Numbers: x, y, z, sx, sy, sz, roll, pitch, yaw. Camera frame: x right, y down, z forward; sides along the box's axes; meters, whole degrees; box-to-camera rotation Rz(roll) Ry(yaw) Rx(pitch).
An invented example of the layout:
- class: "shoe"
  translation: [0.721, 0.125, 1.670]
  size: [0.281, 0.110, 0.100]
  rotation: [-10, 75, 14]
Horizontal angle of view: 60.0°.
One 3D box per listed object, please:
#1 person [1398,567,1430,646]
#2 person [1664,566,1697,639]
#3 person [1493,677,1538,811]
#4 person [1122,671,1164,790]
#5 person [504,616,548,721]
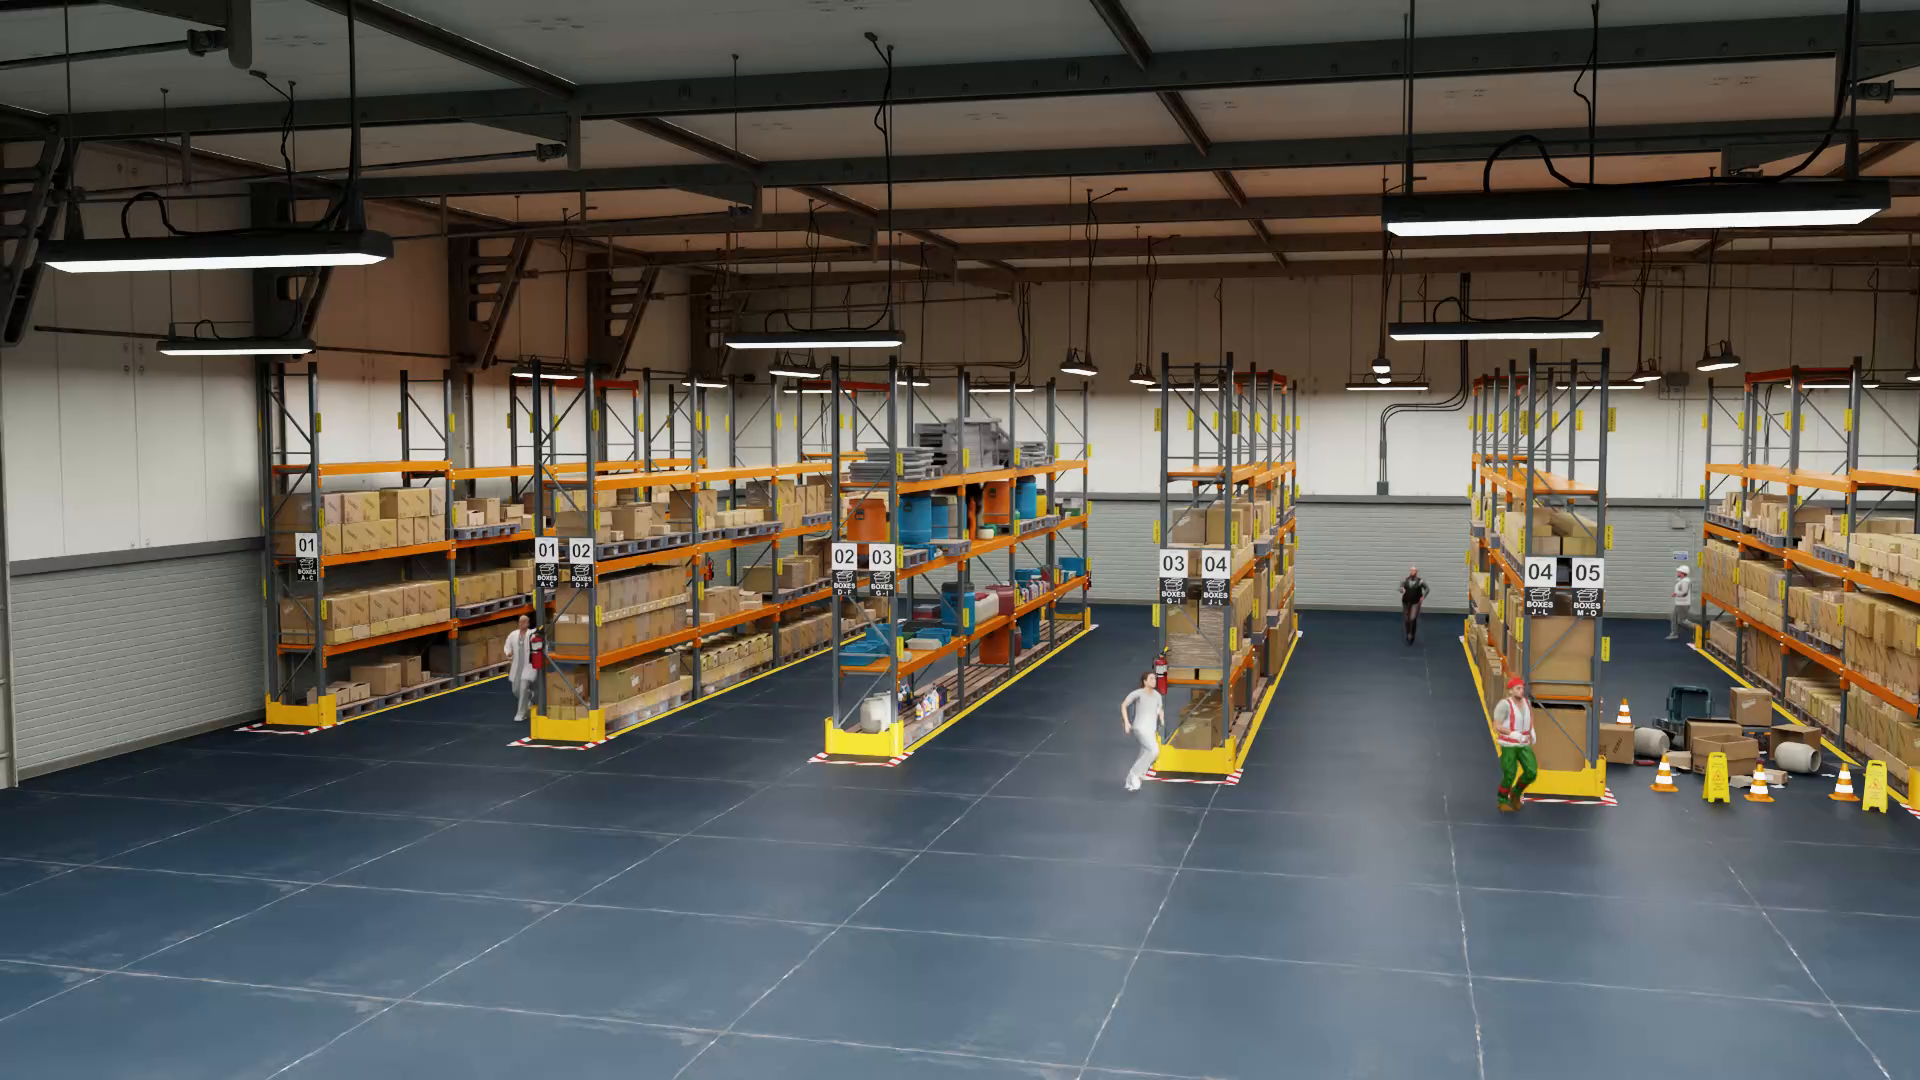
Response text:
- class: "person"
  translation: [10.233, 1.493, 37.673]
  size: [0.660, 1.776, 0.679]
  rotation: [3, 5, 36]
- class: "person"
  translation: [16.663, 1.463, 38.242]
  size: [0.825, 1.751, 0.698]
  rotation: [2, 4, 23]
- class: "person"
  translation: [7.137, 2.623, 21.222]
  size: [0.693, 1.755, 0.637]
  rotation: [-1, 4, -17]
- class: "person"
  translation: [2.564, 2.592, 22.619]
  size: [0.565, 1.622, 0.585]
  rotation: [-3, 5, -35]
- class: "person"
  translation: [-7.355, 2.144, 28.130]
  size: [0.718, 1.746, 0.834]
  rotation: [1, 4, 7]
